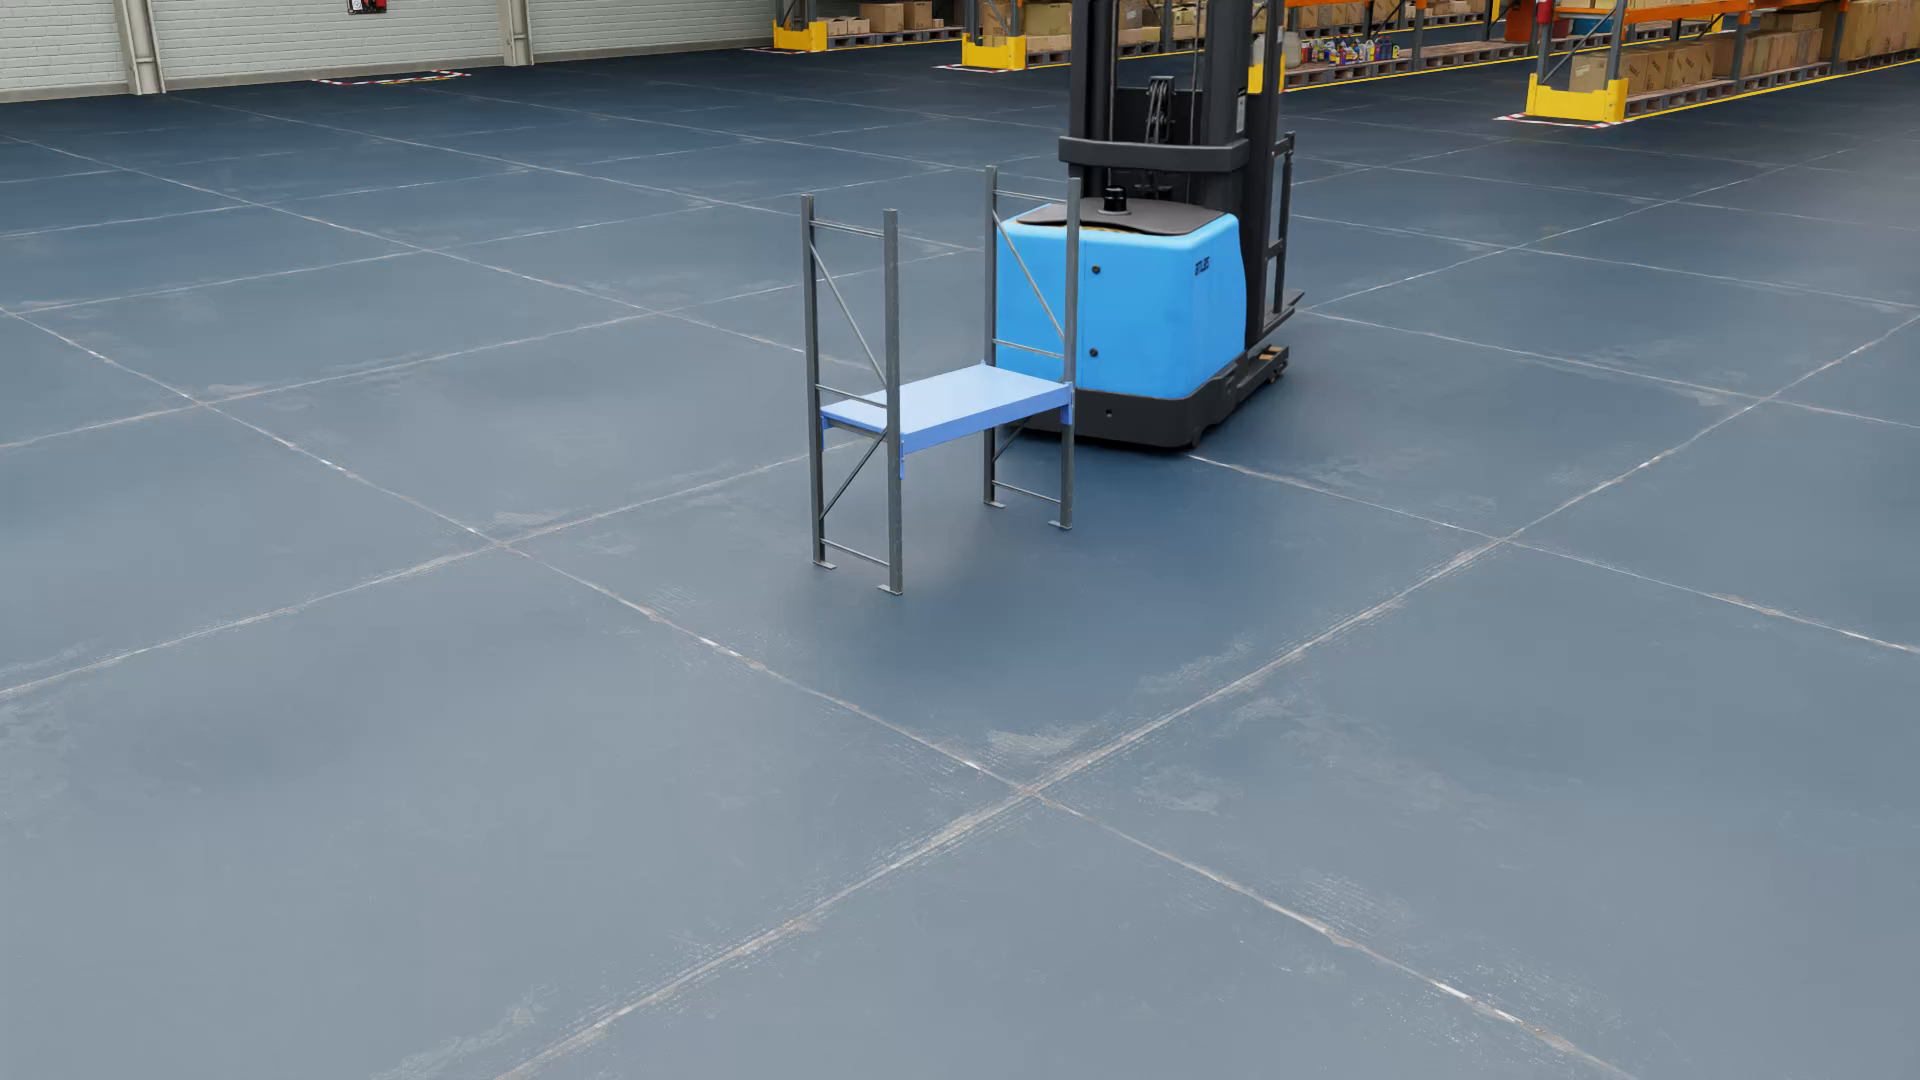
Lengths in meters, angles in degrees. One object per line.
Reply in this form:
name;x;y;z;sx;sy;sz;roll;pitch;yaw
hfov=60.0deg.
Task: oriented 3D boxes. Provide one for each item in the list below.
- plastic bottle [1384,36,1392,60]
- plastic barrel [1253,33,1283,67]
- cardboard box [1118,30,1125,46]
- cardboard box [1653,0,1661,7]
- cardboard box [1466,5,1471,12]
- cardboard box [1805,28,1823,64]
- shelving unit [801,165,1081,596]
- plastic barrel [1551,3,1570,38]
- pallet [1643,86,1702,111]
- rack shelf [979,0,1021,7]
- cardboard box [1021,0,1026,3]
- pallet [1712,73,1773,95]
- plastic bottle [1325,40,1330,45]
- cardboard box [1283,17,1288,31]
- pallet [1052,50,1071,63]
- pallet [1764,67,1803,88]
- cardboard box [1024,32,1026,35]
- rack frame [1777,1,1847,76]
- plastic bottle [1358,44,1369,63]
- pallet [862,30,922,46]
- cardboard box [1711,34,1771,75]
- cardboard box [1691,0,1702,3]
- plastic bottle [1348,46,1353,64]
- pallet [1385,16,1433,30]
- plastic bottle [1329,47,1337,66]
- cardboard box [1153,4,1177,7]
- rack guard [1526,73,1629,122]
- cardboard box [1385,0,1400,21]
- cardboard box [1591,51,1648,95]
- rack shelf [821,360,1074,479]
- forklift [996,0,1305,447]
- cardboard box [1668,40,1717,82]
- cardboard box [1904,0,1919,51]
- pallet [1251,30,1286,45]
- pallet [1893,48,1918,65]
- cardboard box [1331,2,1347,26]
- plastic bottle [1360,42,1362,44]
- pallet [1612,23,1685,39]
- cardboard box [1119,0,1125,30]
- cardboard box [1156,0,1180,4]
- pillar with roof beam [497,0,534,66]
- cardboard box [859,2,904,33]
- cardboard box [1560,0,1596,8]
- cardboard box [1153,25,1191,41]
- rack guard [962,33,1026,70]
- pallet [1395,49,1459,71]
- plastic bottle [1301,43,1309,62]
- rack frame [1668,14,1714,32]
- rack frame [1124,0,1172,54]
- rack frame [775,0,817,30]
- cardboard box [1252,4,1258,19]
plastic bottle;6.657;-7.692;25.986;0.144;0.351;0.185;18;28;39
plastic barrel;4.514;-7.156;24.394;0.421;0.512;0.421;0;21;0
cardboard box;2.493;-8.682;28.729;0.500;0.250;0.500;19;28;41
cardboard box;8.561;-6.779;20.881;0.380;0.149;0.250;19;28;41
cardboard box;11.175;-11.886;37.154;0.380;0.166;0.250;19;28;41
cardboard box;12.786;-7.611;25.566;0.700;0.500;0.500;17;27;38
shelving unit;-0.059;-0.678;6.748;0.538;1.500;1.048;19;28;41
plastic barrel;10.807;-9.480;30.334;0.600;0.588;0.708;19;28;41
pallet;9.155;-5.923;22.191;1.003;0.211;1.213;19;28;41
rack shelf;1.959;-9.352;28.227;1.077;0.370;4.000;19;28;41
cardboard box;1.013;-10.939;34.225;0.700;0.500;0.500;20;28;41
pallet;10.991;-6.620;24.004;1.003;0.211;1.213;19;28;41
plastic bottle;5.763;-7.714;26.137;0.133;0.283;0.061;-19;28;-40
cardboard box;5.952;-9.946;32.018;0.500;0.250;0.500;-19;28;-41
pallet;1.918;-8.391;28.611;1.003;0.211;1.213;19;28;41
pallet;11.842;-6.935;24.824;1.003;0.211;1.213;19;28;41
cardboard box;1.066;-8.429;28.072;0.500;0.250;0.500;19;28;41
rack frame;13.239;-8.750;25.658;1.000;3.000;0.127;19;28;41
plastic bottle;6.182;-7.484;25.549;0.135;0.276;0.152;-20;28;-41
pallet;-1.492;-9.642;31.867;1.003;0.211;1.213;19;28;41
cardboard box;11.239;-7.030;24.055;0.700;0.500;0.500;19;28;40
cardboard box;9.453;-7.093;21.699;0.380;0.149;0.250;19;28;41
plastic bottle;5.907;-7.367;25.249;0.097;0.271;0.097;0;21;0
pallet;9.414;-11.133;35.745;1.003;0.211;1.213;19;28;41
plastic bottle;5.598;-7.253;24.953;0.097;0.271;0.097;0;21;0
cardboard box;3.789;-9.687;30.563;0.500;0.311;0.500;-19;28;-41
rack guard;7.711;-5.546;20.807;1.175;0.500;0.348;19;28;41
cardboard box;8.796;-11.098;34.639;0.500;0.500;0.500;19;28;40
cardboard box;8.499;-6.041;21.509;0.500;0.500;0.500;-12;24;-28
rack shelf;-0.059;-0.510;6.813;0.538;0.185;1.000;19;28;41
forklift;1.238;-2.308;8.994;1.130;2.935;3.031;10;23;24
cardboard box;10.141;-6.658;23.114;0.500;0.500;0.500;18;28;39
cardboard box;15.598;-8.813;28.198;1.225;0.875;0.875;19;28;41
pallet;5.542;-9.726;32.086;1.003;0.211;1.213;19;28;41
pallet;15.545;-8.259;28.268;1.003;0.211;1.213;19;28;41
cardboard box;7.381;-10.578;33.285;0.500;0.500;0.500;19;28;40
plastic bottle;6.207;-7.547;25.703;0.061;0.283;0.133;19;28;41
pallet;13.817;-10.230;33.395;1.003;0.211;1.213;19;28;41
cardboard box;2.484;-9.035;28.603;0.500;0.500;0.500;19;28;41
cardboard box;4.405;-12.261;37.204;0.750;0.750;0.750;-19;28;-40
pillar with roof beam;-4.221;-10.989;23.123;9.100;9.000;0.400;19;28;41
cardboard box;-1.496;-9.929;31.597;0.700;0.500;0.500;17;27;37
cardboard box;7.709;-6.701;20.678;0.380;0.149;0.250;19;28;41
cardboard box;3.813;-9.156;29.962;0.500;0.250;0.500;18;28;39
rack guard;0.547;-8.001;27.193;1.175;0.500;0.348;19;28;41
pallet;7.420;-7.871;27.258;1.003;0.211;1.213;19;28;41
plastic bottle;5.272;-7.507;25.607;0.152;0.276;0.135;20;28;41
rack frame;15.271;-12.046;34.233;1.000;3.000;0.127;19;28;41
rack frame;3.354;-10.202;29.436;1.000;3.000;0.127;19;28;41
rack frame;-2.988;-10.412;29.984;1.000;3.000;0.127;19;28;41
cardboard box;5.243;-9.944;31.230;0.500;0.311;0.500;19;28;40
